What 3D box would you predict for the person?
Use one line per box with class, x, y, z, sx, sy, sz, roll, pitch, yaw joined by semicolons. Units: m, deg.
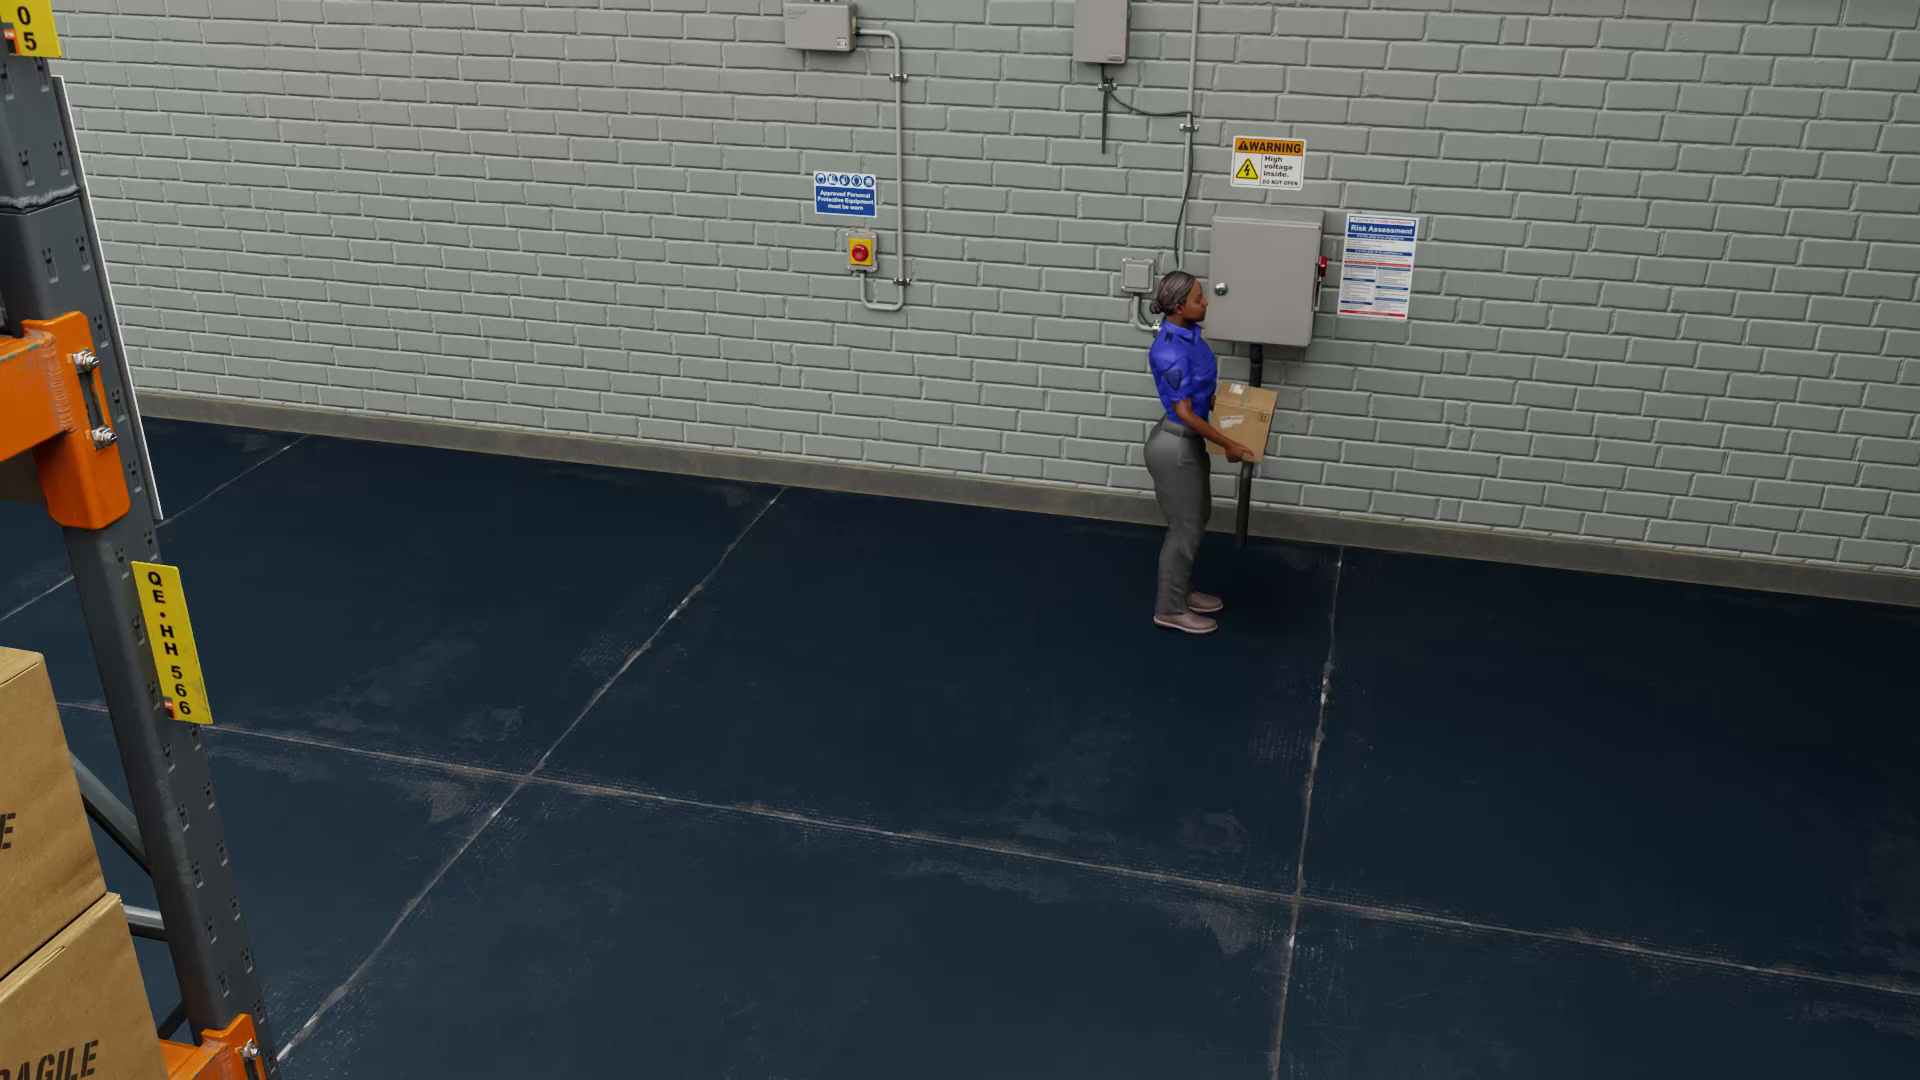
person;1.068;-0.383;7.432;0.518;1.650;0.451;7;26;14
